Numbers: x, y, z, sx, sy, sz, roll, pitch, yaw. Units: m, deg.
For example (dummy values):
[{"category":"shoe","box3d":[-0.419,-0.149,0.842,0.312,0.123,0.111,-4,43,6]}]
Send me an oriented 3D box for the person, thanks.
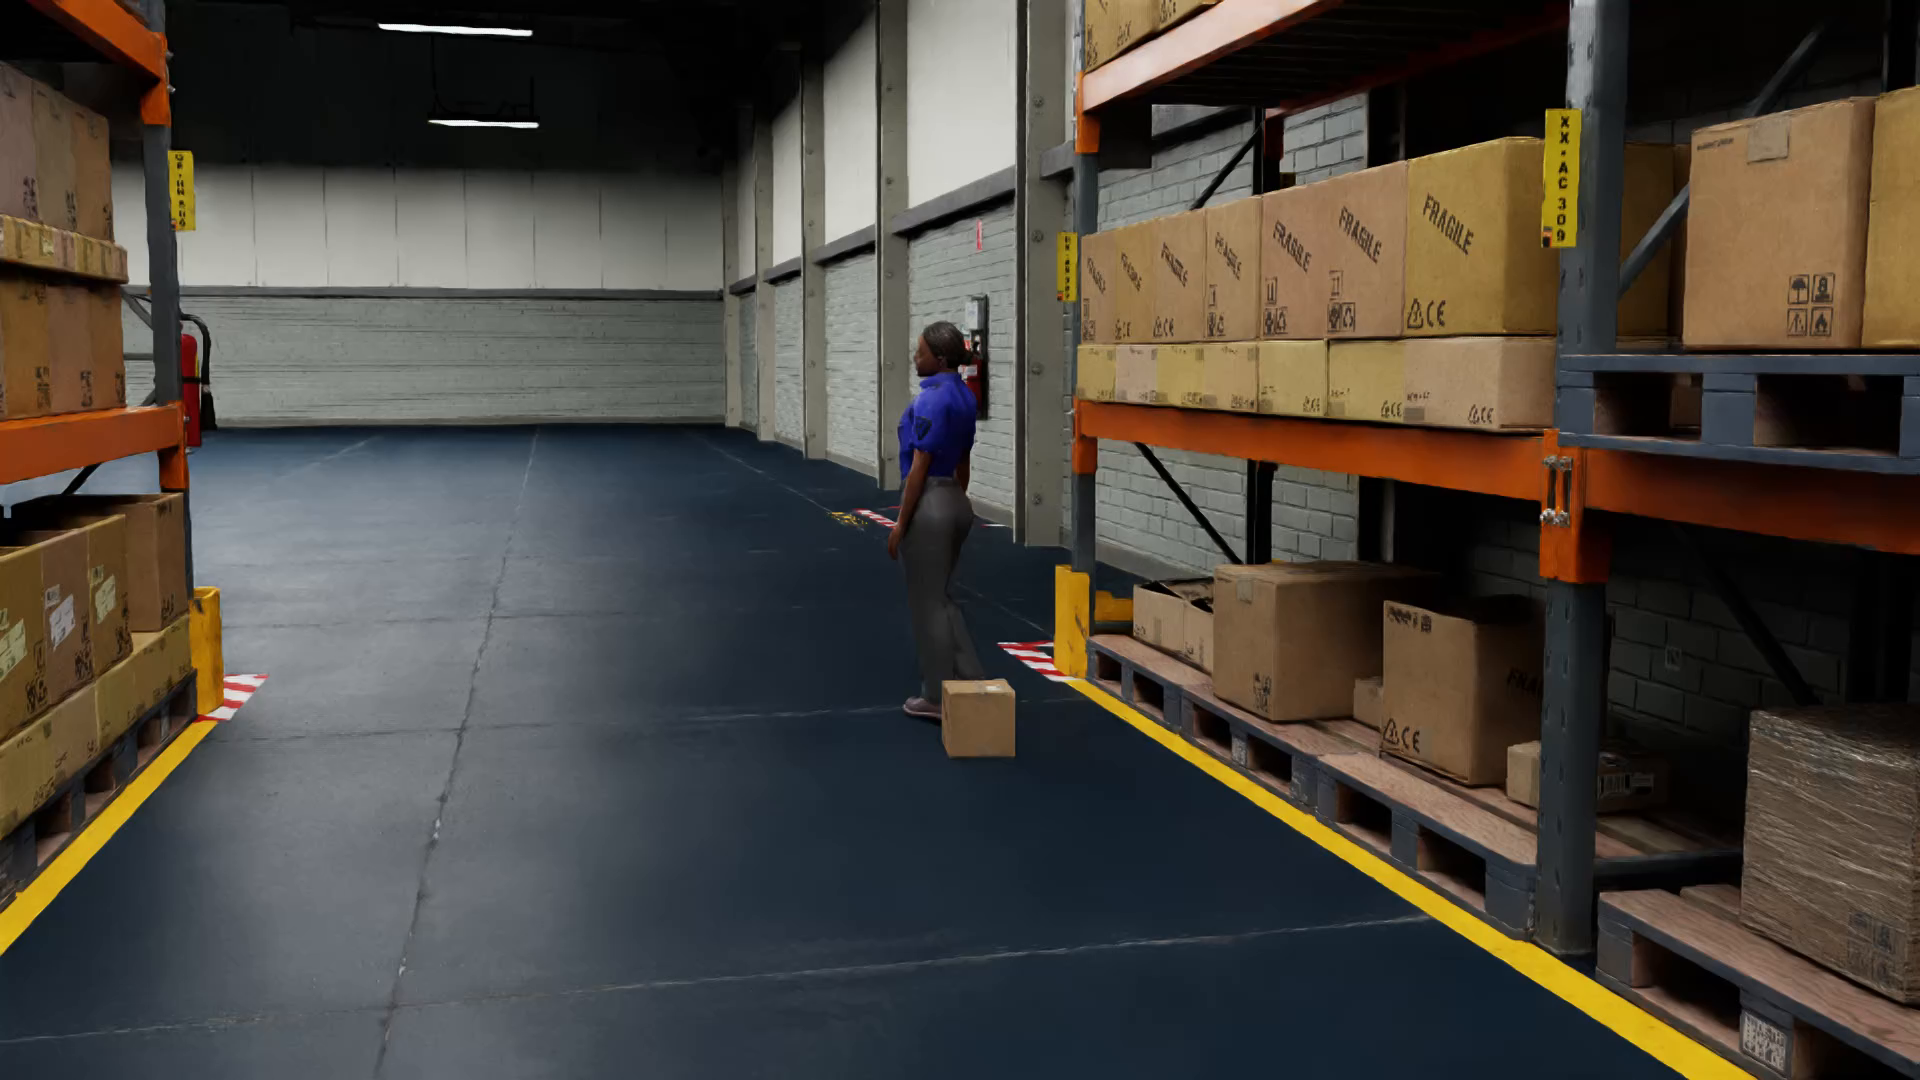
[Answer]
[{"category":"person","box3d":[-0.095,-0.089,6.975,0.353,1.643,0.554,3,7,25]}]
